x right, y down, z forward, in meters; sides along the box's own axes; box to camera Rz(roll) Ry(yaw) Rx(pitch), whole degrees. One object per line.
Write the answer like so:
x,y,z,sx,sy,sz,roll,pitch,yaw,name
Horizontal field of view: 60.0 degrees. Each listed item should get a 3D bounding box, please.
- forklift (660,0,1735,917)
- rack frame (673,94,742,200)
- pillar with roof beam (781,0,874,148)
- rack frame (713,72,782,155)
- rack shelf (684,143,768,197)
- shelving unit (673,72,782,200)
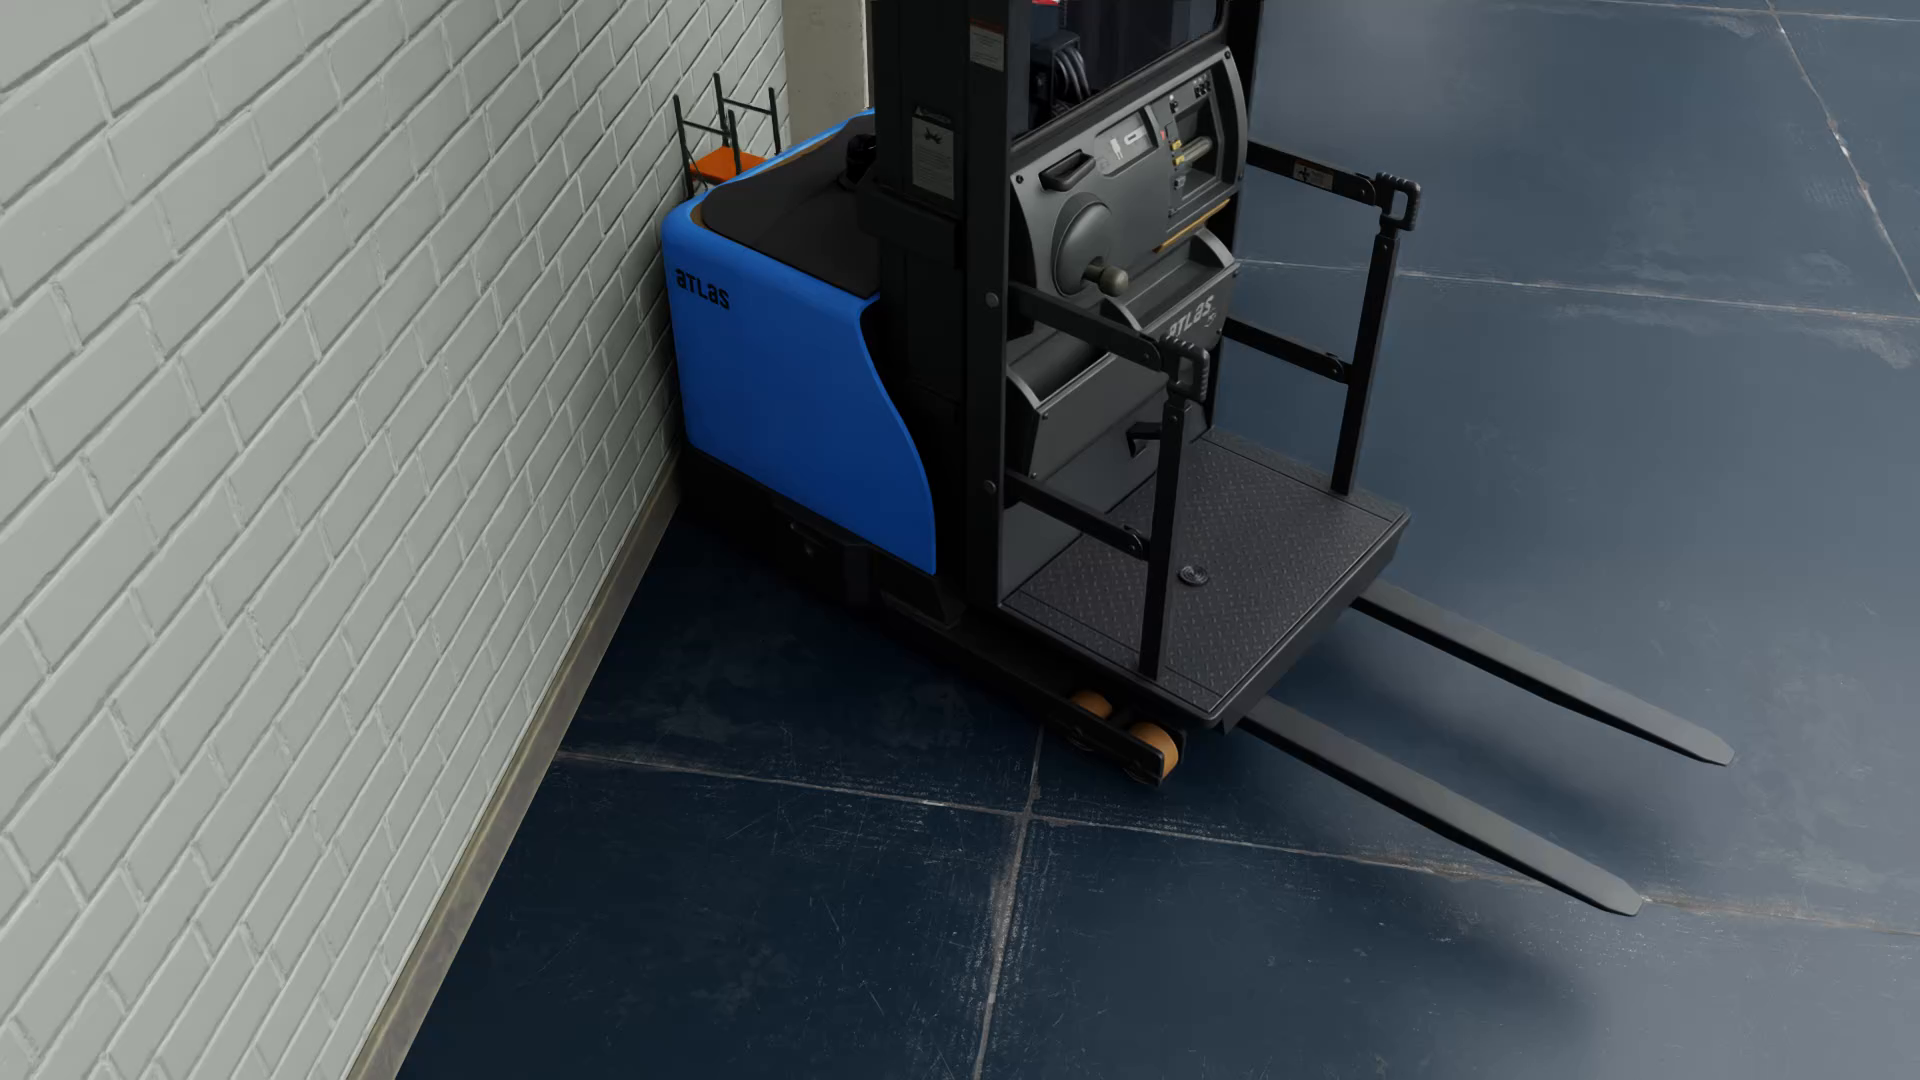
0.597,-0.860,3.990,3.031,2.935,1.130,27,47,29,forklift
-0.736,-0.826,5.296,0.240,1.200,0.006,22,45,28,rack frame
3.768,-4.282,3.367,9.100,9.000,0.400,6,40,8,pillar with roof beam
-0.631,-0.923,5.410,0.240,1.200,0.006,22,45,28,rack frame
-0.697,-1.121,5.157,0.258,0.103,0.180,22,45,28,rack shelf
-0.684,-0.875,5.353,0.258,1.200,0.189,22,45,28,shelving unit
